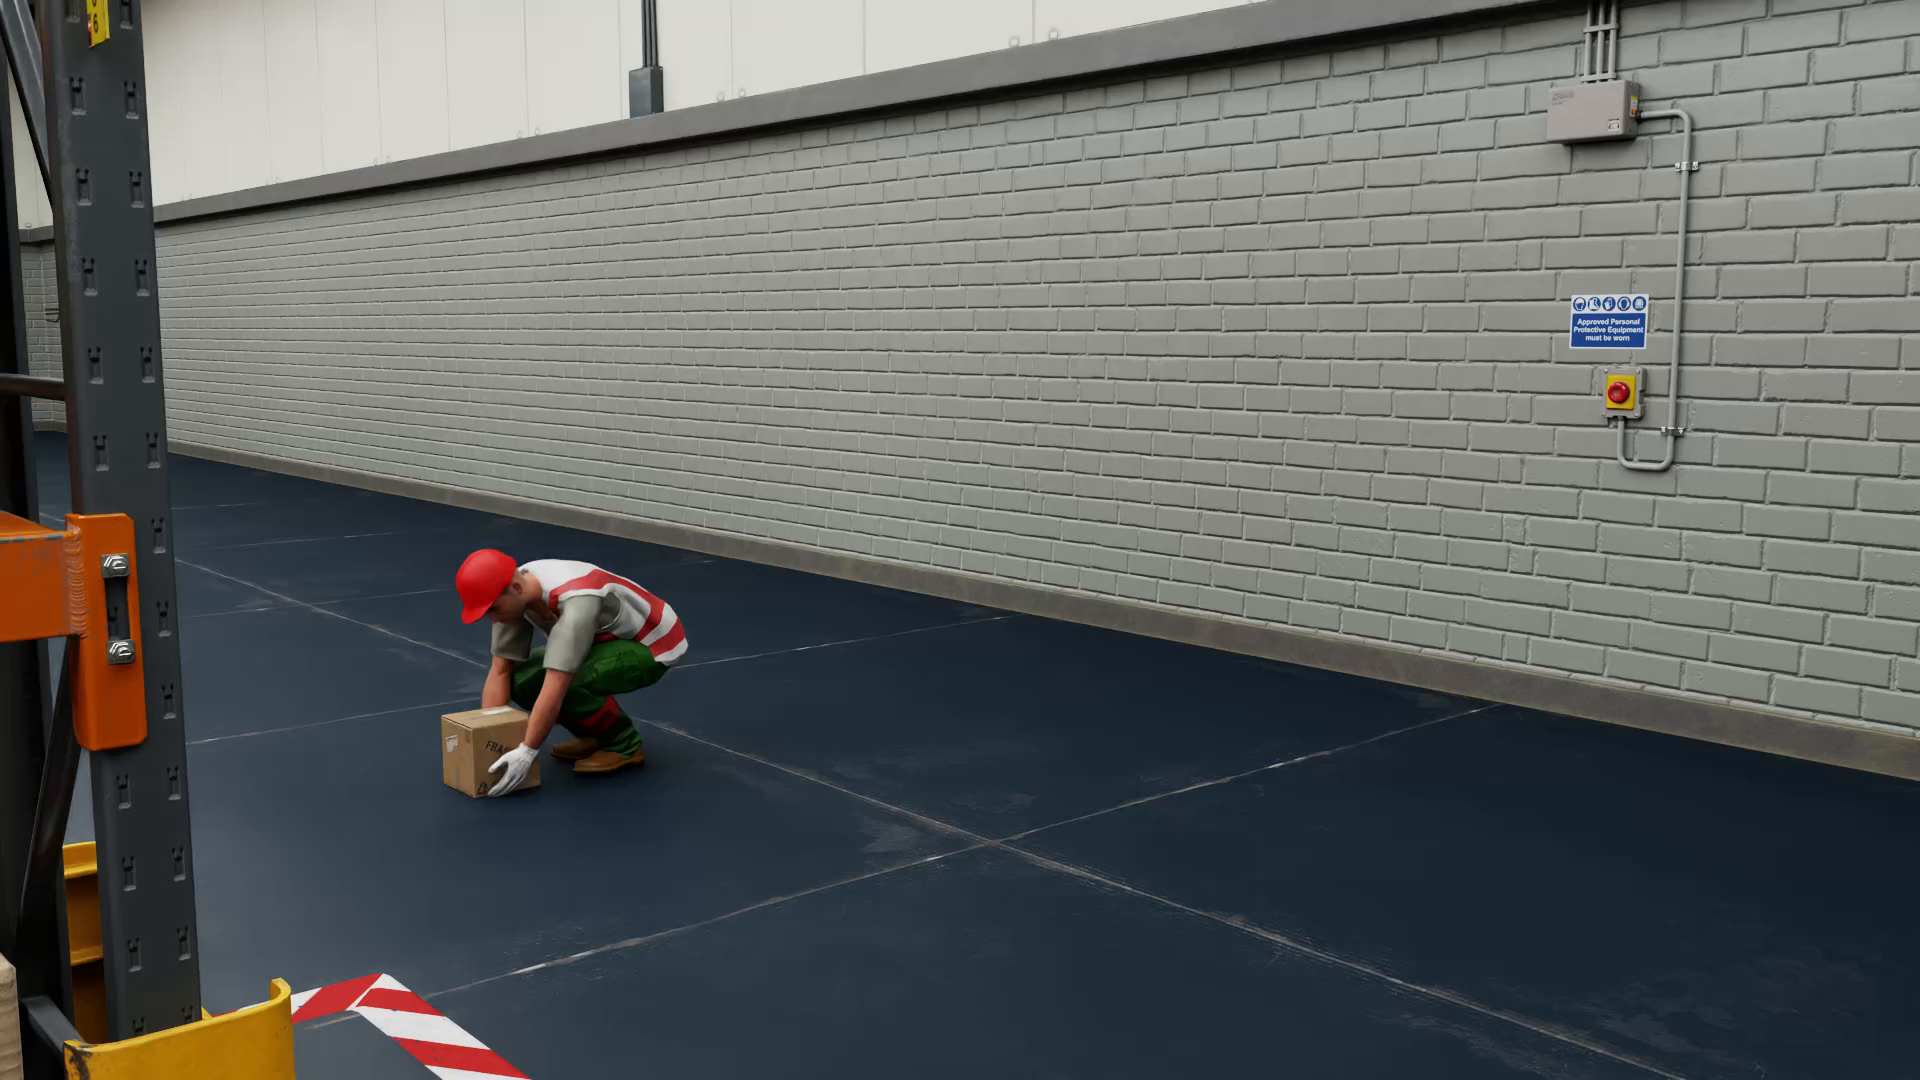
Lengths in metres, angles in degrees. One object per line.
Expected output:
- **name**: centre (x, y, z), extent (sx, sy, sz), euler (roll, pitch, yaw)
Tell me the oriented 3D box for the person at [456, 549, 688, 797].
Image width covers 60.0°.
- **person**: centre (-1.416, 0.433, 6.063), extent (0.890, 0.880, 0.563), euler (-6, 10, -41)
